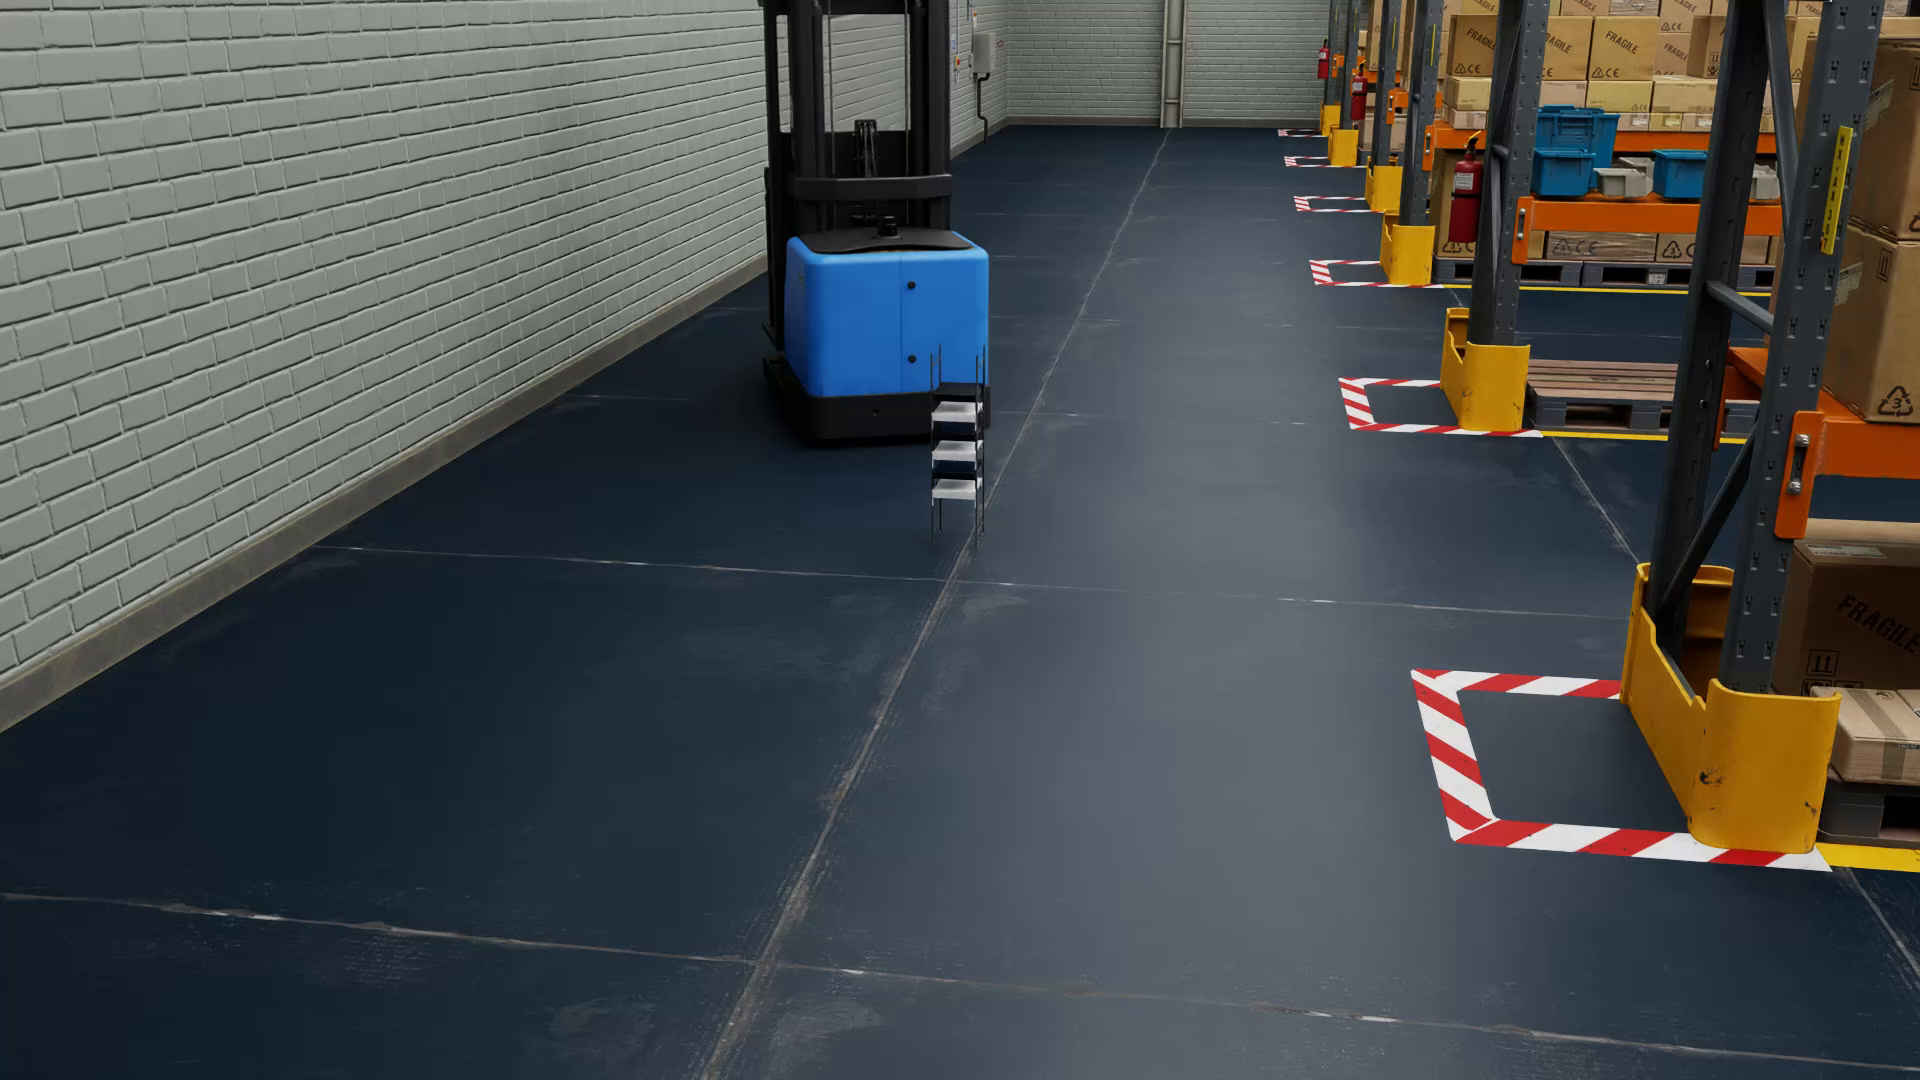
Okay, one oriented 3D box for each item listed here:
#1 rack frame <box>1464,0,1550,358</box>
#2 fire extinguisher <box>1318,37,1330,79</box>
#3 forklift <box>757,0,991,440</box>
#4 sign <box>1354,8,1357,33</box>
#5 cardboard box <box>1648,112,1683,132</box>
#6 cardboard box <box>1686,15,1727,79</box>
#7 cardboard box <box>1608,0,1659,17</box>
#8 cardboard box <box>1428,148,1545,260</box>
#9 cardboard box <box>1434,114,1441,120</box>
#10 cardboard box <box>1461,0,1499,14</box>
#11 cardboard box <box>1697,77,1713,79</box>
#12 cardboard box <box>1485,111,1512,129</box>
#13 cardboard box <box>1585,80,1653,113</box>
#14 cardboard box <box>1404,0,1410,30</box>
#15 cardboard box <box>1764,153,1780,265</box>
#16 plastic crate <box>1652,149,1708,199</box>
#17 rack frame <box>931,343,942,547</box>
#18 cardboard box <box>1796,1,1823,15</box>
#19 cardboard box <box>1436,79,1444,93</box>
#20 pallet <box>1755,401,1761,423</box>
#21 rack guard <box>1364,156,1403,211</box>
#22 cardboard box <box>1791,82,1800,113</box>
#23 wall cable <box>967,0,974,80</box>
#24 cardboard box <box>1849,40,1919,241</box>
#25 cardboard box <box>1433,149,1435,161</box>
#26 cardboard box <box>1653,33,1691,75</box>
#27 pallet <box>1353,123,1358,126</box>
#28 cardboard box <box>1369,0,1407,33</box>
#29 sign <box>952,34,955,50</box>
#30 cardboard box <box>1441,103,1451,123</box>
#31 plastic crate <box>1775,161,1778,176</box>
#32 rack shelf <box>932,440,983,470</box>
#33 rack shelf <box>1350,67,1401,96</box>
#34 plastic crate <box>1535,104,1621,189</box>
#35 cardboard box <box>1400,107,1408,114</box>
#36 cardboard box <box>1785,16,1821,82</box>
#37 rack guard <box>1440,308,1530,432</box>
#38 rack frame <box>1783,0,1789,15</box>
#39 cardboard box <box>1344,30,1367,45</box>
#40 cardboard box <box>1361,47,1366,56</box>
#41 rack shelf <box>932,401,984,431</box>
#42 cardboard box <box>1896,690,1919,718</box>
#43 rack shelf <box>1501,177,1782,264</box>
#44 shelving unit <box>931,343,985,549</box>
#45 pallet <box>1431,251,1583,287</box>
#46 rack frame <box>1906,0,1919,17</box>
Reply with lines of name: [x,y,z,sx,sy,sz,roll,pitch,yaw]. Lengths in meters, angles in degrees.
rack frame: [3.186,-2.234,9.672,0.127,3.000,1.000,3,19,9]
fire extinguisher: [6.108,-8.094,27.898,0.183,0.674,0.296,3,19,9]
forklift: [-0.658,-2.372,10.194,1.130,2.935,3.031,-4,19,-12]
sign: [5.449,-7.165,22.920,0.005,0.325,0.100,3,19,9]
cardboard box: [5.789,-3.468,13.757,0.250,0.149,0.380,2,19,7]
cardboard box: [6.489,-4.166,14.033,0.500,0.500,0.500,2,19,7]
cardboard box: [7.286,-5.789,18.096,0.500,0.500,0.500,3,19,10]
cardboard box: [4.616,-2.970,14.559,0.875,0.875,0.875,3,19,9]
cardboard box: [7.116,-5.829,23.793,0.875,0.438,0.875,3,19,10]
cardboard box: [5.758,-5.868,18.331,0.500,0.500,0.500,3,19,10]
cardboard box: [6.496,-3.811,14.153,0.500,0.250,0.500,3,19,10]
cardboard box: [4.523,-3.533,13.950,0.250,0.149,0.380,3,19,8]
cardboard box: [5.412,-3.696,13.811,0.500,0.250,0.500,2,19,7]
cardboard box: [5.349,-6.052,18.881,0.500,0.500,0.500,3,19,8]
cardboard box: [7.282,-2.834,14.153,0.875,0.875,0.875,3,19,9]
plastic crate: [4.027,-2.034,9.245,0.300,0.233,0.416,3,19,9]
rack frame: [-0.108,-0.432,7.598,0.006,0.900,0.240,3,19,9]
cardboard box: [11.394,-7.031,22.277,0.500,0.500,0.500,3,19,8]
cardboard box: [5.384,-5.096,18.624,0.250,0.149,0.380,4,19,11]
pallet: [5.195,-0.795,9.769,1.213,0.211,1.003,3,19,9]
rack guard: [4.933,-4.145,19.324,0.348,0.500,1.175,3,19,9]
cardboard box: [6.932,-3.619,13.581,0.500,0.250,0.500,3,19,10]
wall cable: [0.186,-8.093,25.584,0.122,1.984,0.588,3,19,9]
cardboard box: [2.793,-1.099,4.547,0.500,0.500,0.500,3,19,10]
cardboard box: [5.321,-4.331,18.833,0.250,0.149,0.380,2,19,6]
cardboard box: [7.772,-5.284,18.162,0.500,0.500,0.500,2,19,7]
pallet: [7.189,-7.079,28.549,1.213,0.211,1.003,3,19,9]
cardboard box: [5.972,-7.298,23.075,0.500,0.500,0.500,3,19,7]
sign: [-0.096,-7.283,24.336,0.001,0.218,0.327,3,19,9]
cardboard box: [4.375,-3.751,14.605,0.250,0.149,0.380,3,19,10]
plastic crate: [4.878,-2.118,9.648,0.250,0.136,0.298,3,19,9]
rack shelf: [-0.008,-0.396,7.593,0.200,0.077,0.258,3,19,9]
rack shelf: [7.518,-6.448,23.402,4.000,0.370,1.077,3,19,9]
plastic crate: [3.546,-2.321,9.782,0.499,0.435,0.616,3,19,9]
cardboard box: [7.754,-7.343,28.221,0.500,0.500,0.700,4,19,11]
cardboard box: [6.931,-3.976,13.464,0.500,0.500,0.500,3,19,9]
rack guard: [3.160,-1.045,10.061,0.348,0.500,1.175,3,19,9]
rack frame: [8.807,-5.133,18.337,0.127,3.000,1.000,3,19,9]
cardboard box: [6.823,-8.575,28.393,0.500,0.250,0.500,3,19,10]
cardboard box: [6.866,-8.225,27.976,0.250,0.149,0.380,3,19,10]
rack shelf: [-0.008,-0.566,7.536,0.200,0.077,0.258,3,19,9]
cardboard box: [3.002,0.594,4.992,0.250,0.166,0.380,3,19,9]
rack shelf: [5.161,-1.792,9.486,4.000,0.370,1.077,3,19,9]
shelving unit: [-0.008,-0.427,7.582,0.210,0.900,0.258,3,19,9]
pallet: [4.773,-2.447,14.705,1.213,0.211,1.003,3,19,9]
rack frame: [7.921,-3.584,13.708,0.127,3.000,1.000,3,19,9]
